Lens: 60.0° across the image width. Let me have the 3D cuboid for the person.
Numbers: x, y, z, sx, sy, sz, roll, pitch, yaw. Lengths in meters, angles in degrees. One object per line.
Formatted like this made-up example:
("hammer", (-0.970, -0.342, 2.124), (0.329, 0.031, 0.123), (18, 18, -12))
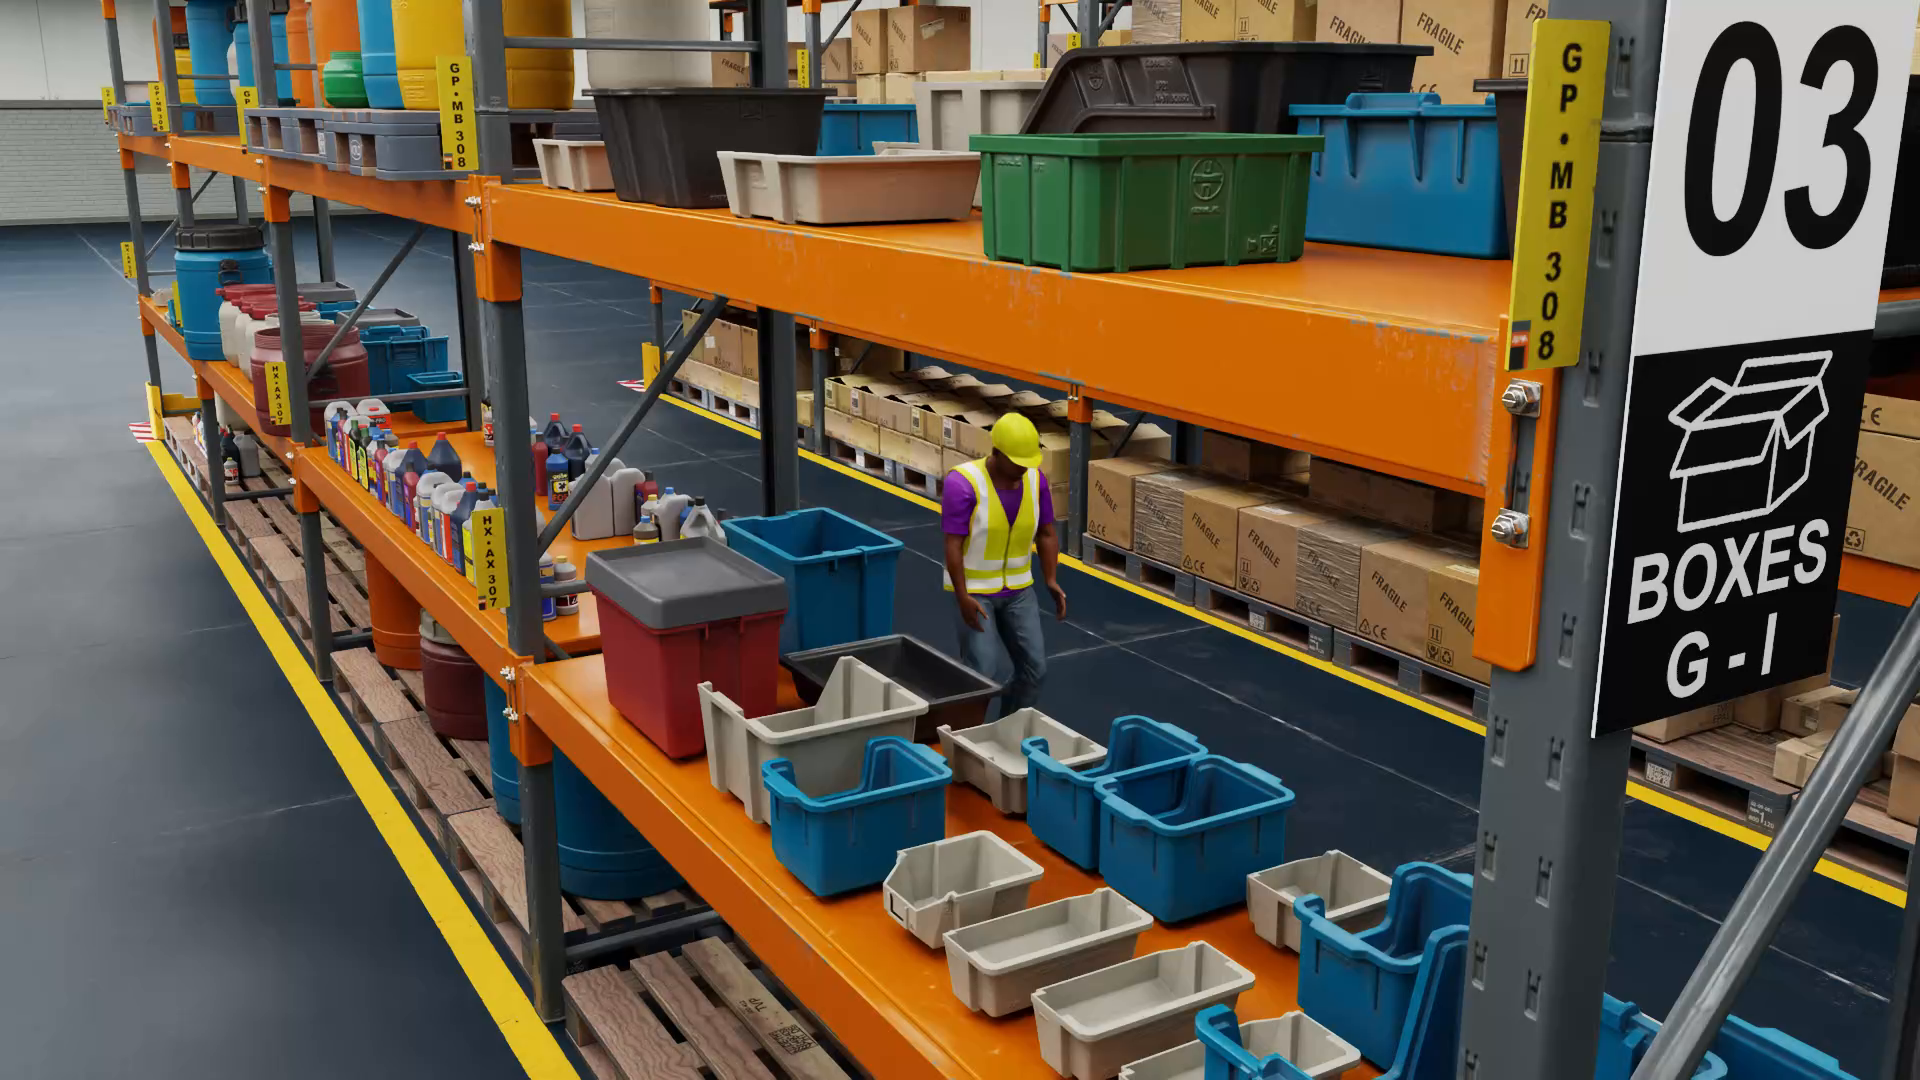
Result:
("person", (0.194, 0.242, 7.669), (0.595, 1.707, 0.472), (-8, 17, -28))
